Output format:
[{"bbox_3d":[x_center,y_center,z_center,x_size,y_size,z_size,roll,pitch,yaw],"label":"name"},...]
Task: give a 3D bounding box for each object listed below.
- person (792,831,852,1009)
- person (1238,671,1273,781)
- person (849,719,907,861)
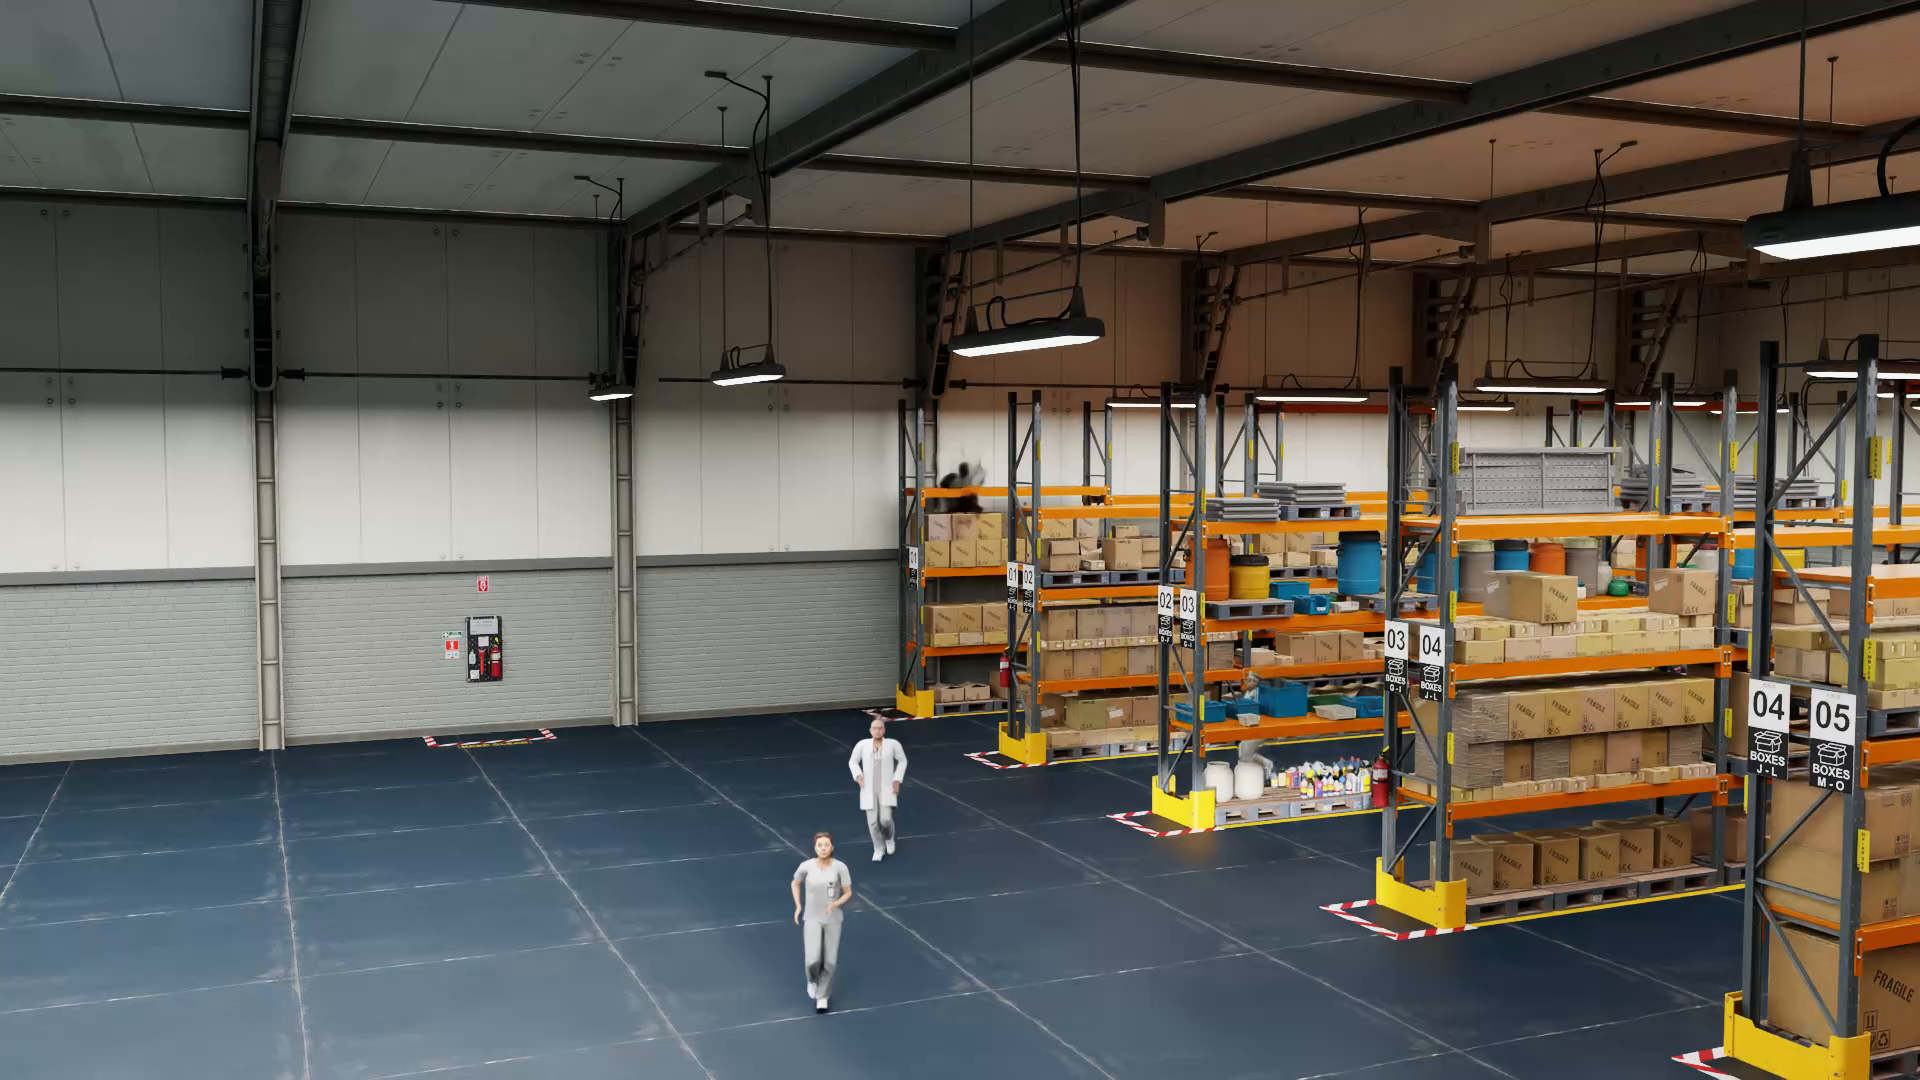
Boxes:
[{"bbox_3d":[-1.250,3.460,15.045,0.552,1.623,0.534,0,3,-5],"label":"person"},{"bbox_3d":[4.423,2.838,24.964,0.542,1.755,0.661,-1,4,-21],"label":"person"},{"bbox_3d":[-1.026,3.189,20.573,0.716,1.539,0.630,0,3,4],"label":"person"}]
